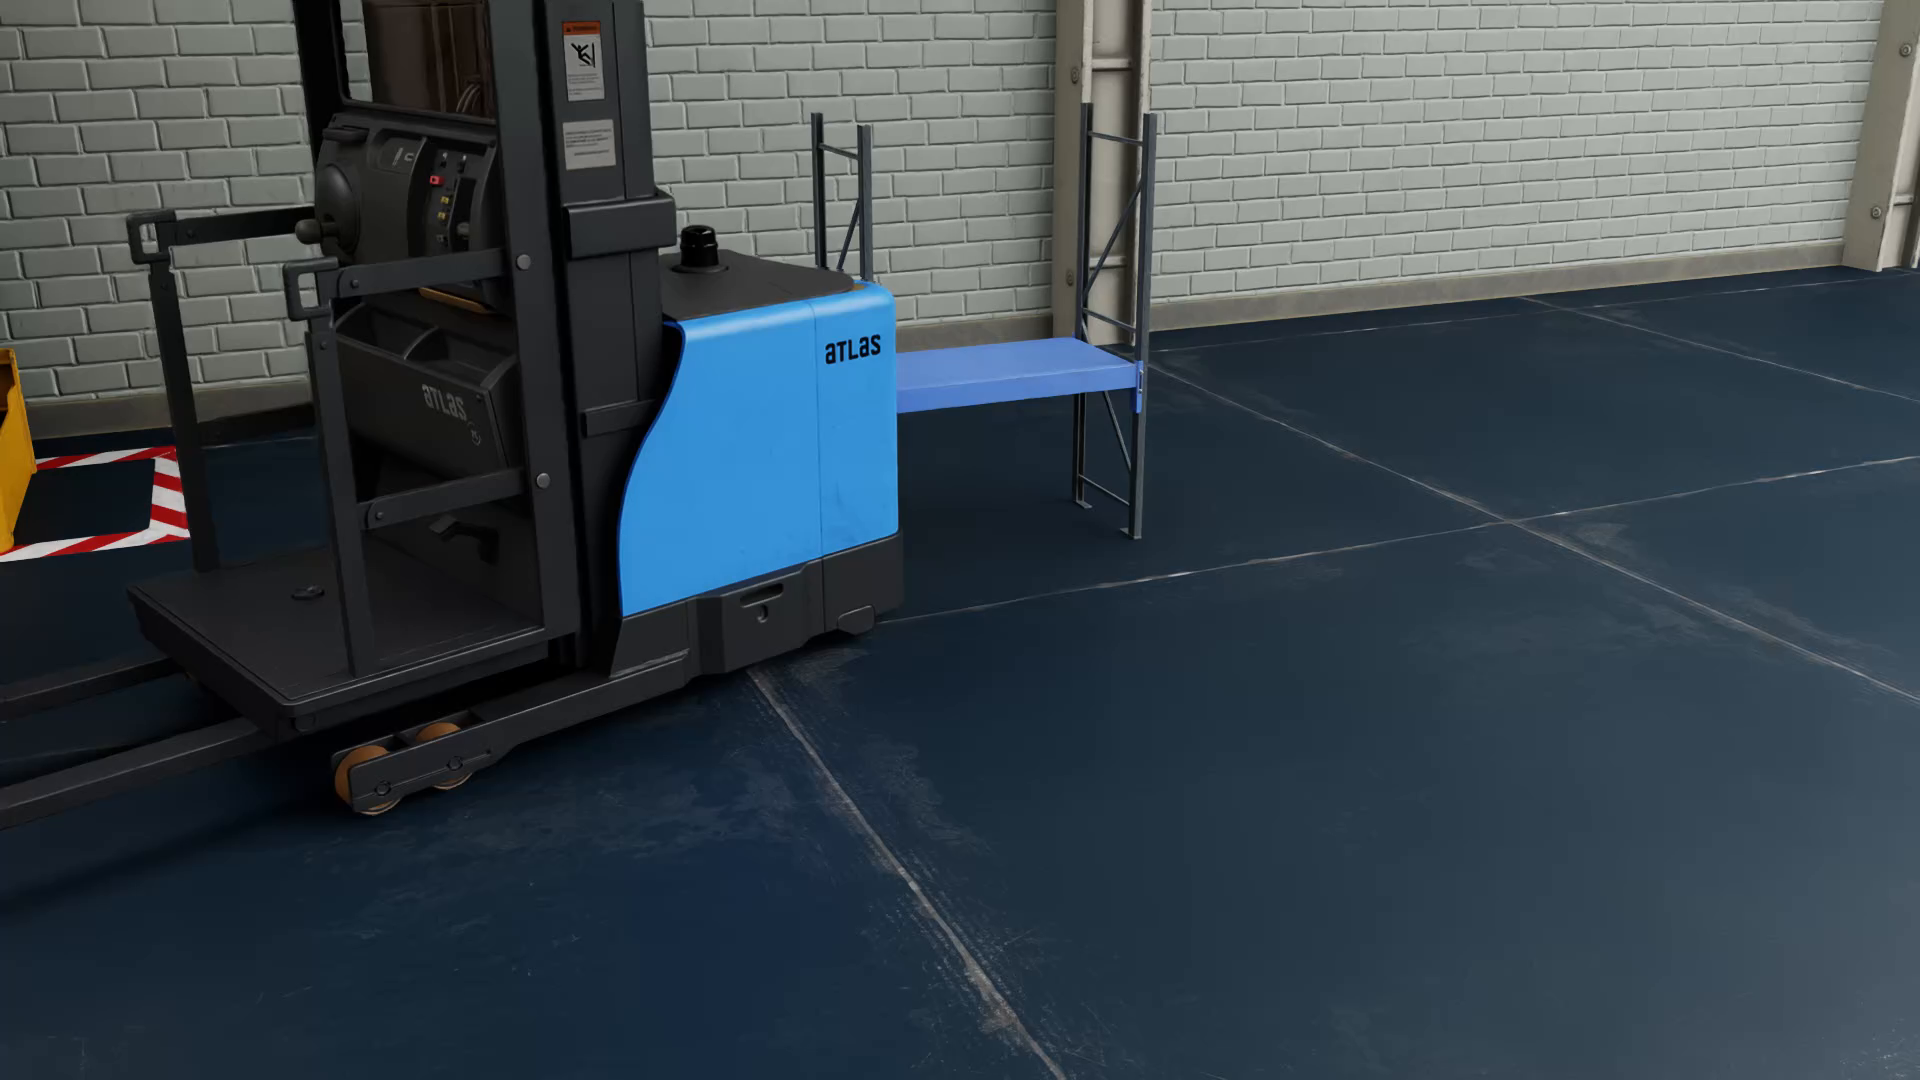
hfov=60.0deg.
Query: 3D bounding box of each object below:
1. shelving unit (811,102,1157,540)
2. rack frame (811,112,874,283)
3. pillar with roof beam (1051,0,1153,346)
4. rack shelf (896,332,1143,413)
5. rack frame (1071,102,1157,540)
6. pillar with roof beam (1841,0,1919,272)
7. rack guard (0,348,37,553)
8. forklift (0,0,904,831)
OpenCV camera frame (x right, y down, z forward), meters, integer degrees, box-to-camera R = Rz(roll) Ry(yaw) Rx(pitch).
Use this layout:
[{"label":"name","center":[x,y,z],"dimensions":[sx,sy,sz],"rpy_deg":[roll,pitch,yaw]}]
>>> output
[{"label":"shelving unit","center":[0.078,-0.719,5.805],"dimensions":[1.048,1.500,0.538],"rpy_deg":[-8,21,-22]},{"label":"rack frame","center":[-0.388,-0.652,5.615],"dimensions":[0.032,1.500,0.500],"rpy_deg":[-8,21,-22]},{"label":"pillar with roof beam","center":[2.443,-4.010,3.862],"dimensions":[0.400,9.000,9.100],"rpy_deg":[-8,21,-22]},{"label":"rack shelf","center":[0.078,-0.549,5.865],"dimensions":[1.000,0.185,0.538],"rpy_deg":[-8,21,-22]},{"label":"rack frame","center":[0.545,-0.786,5.995],"dimensions":[0.032,1.500,0.500],"rpy_deg":[-8,21,-22]},{"label":"pillar with roof beam","center":[7.952,-4.800,6.104],"dimensions":[0.400,9.000,9.100],"rpy_deg":[-8,21,-22]},{"label":"rack guard","center":[-3.753,-0.345,6.249],"dimensions":[0.348,0.500,1.175],"rpy_deg":[-8,21,-22]},{"label":"forklift","center":[-1.591,-0.900,4.164],"dimensions":[3.031,2.935,1.130],"rpy_deg":[-18,26,-41]}]
